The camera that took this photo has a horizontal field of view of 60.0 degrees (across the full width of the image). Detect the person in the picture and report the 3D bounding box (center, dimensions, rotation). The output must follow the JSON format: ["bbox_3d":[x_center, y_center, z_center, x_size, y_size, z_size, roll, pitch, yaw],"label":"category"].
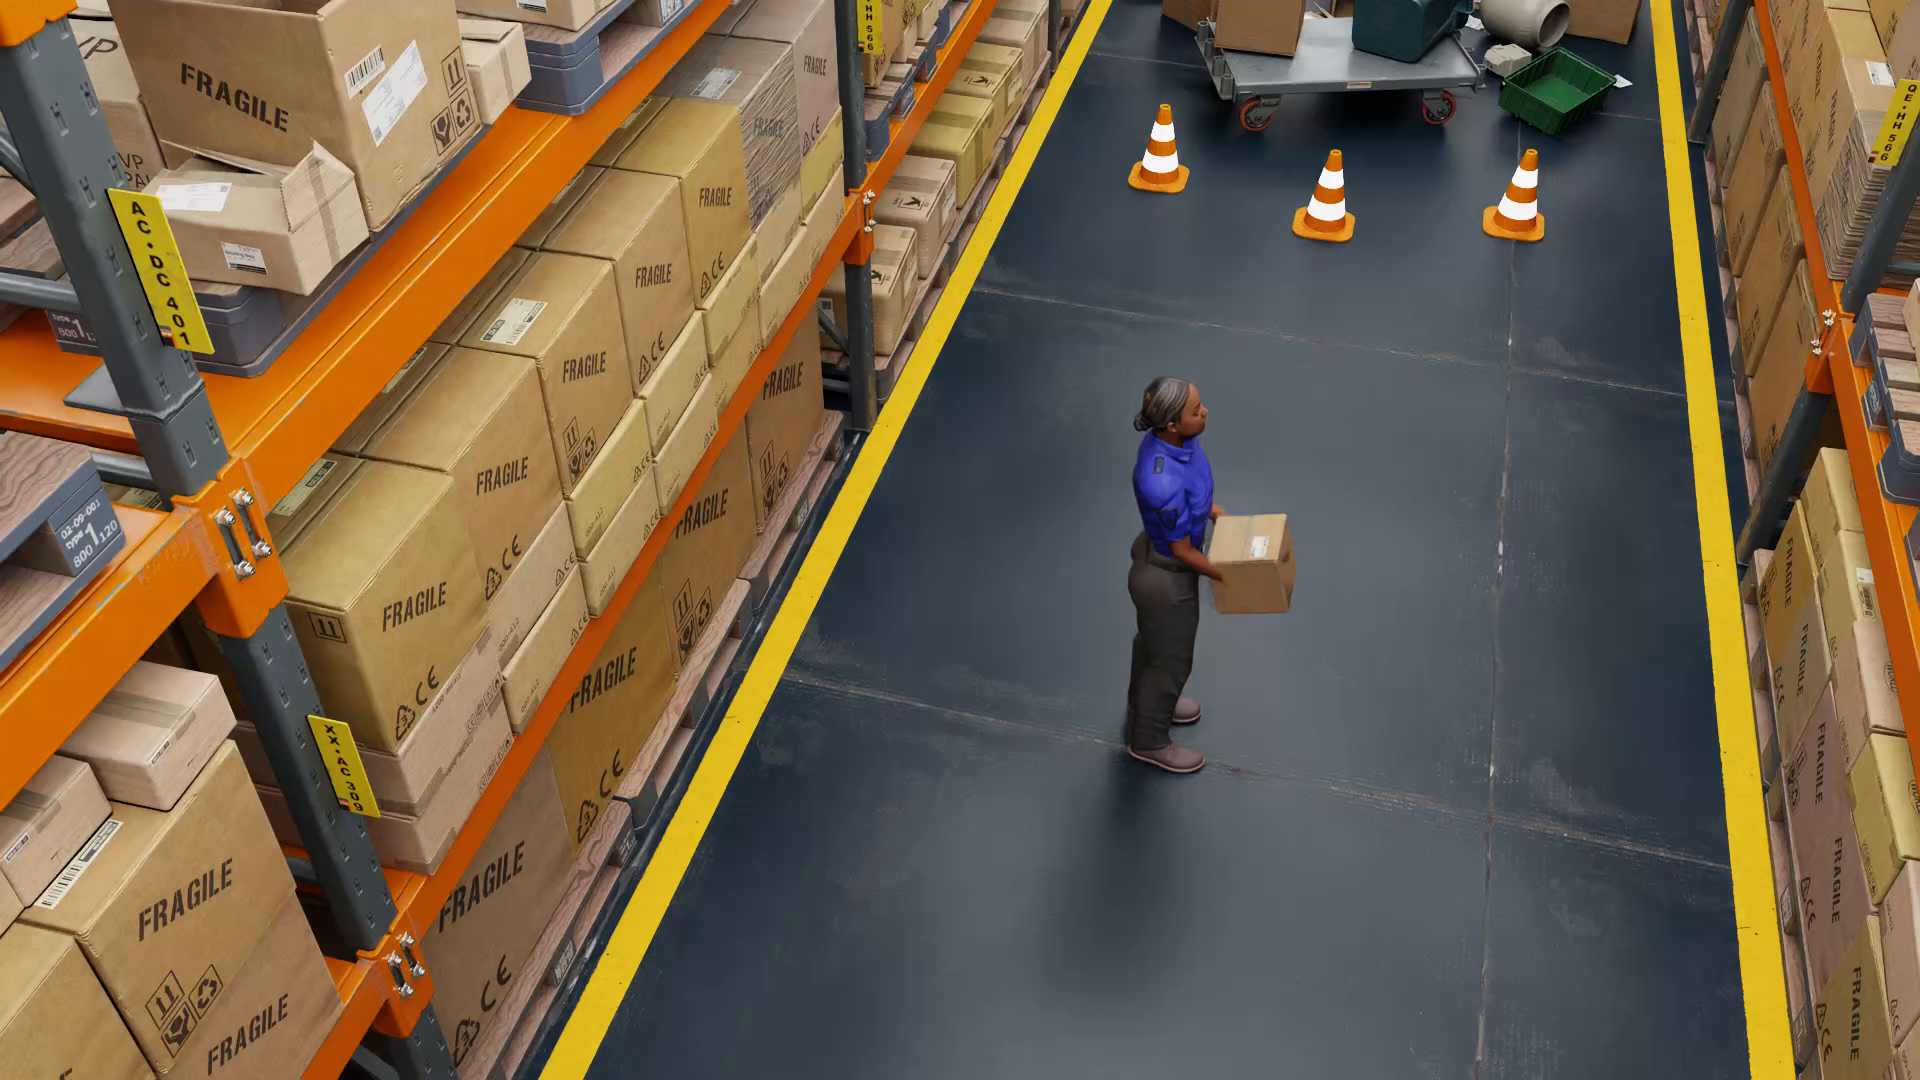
[{"bbox_3d":[0.832,0.120,6.025,0.503,1.656,0.479,6,42,6],"label":"person"}]
